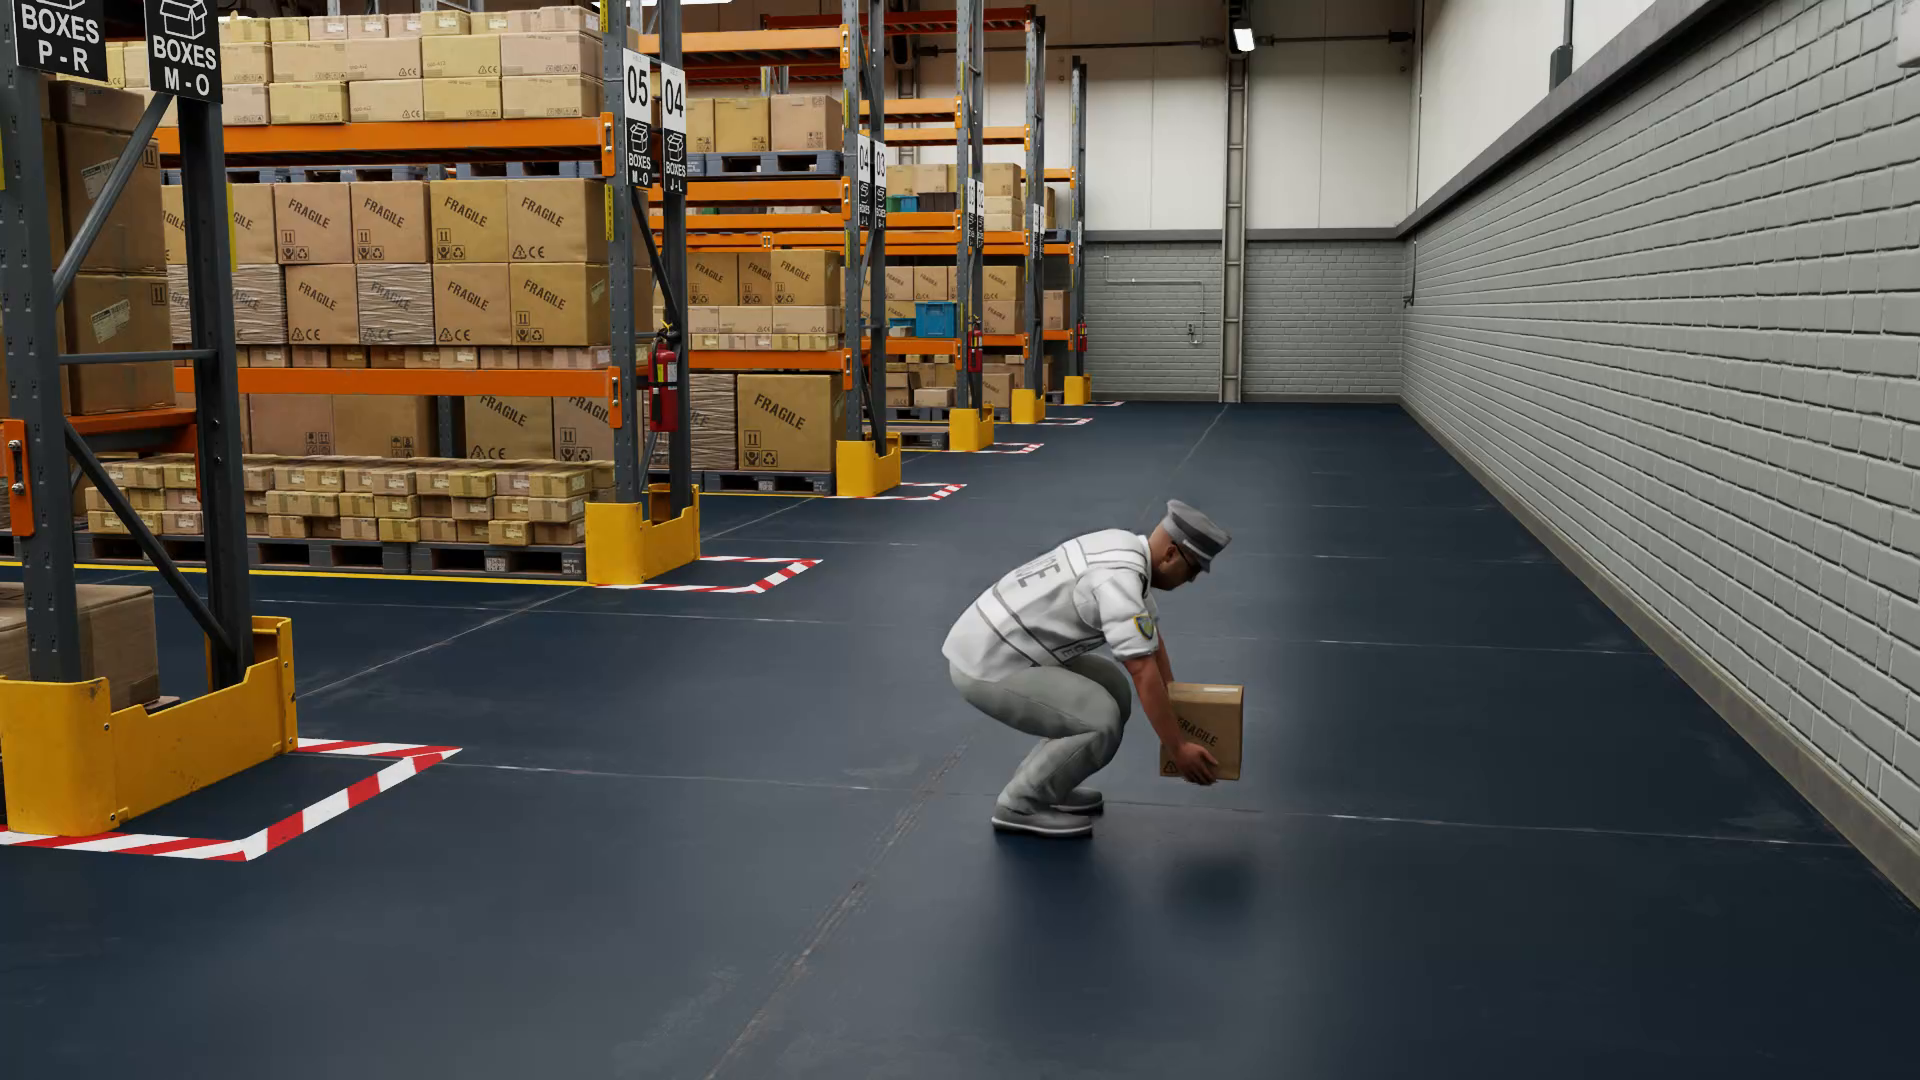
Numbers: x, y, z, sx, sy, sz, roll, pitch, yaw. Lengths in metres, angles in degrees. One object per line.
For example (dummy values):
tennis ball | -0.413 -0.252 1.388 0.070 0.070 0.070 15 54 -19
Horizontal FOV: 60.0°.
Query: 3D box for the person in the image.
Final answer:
person | 0.415 0.399 5.443 0.918 1.062 0.556 2 8 11
